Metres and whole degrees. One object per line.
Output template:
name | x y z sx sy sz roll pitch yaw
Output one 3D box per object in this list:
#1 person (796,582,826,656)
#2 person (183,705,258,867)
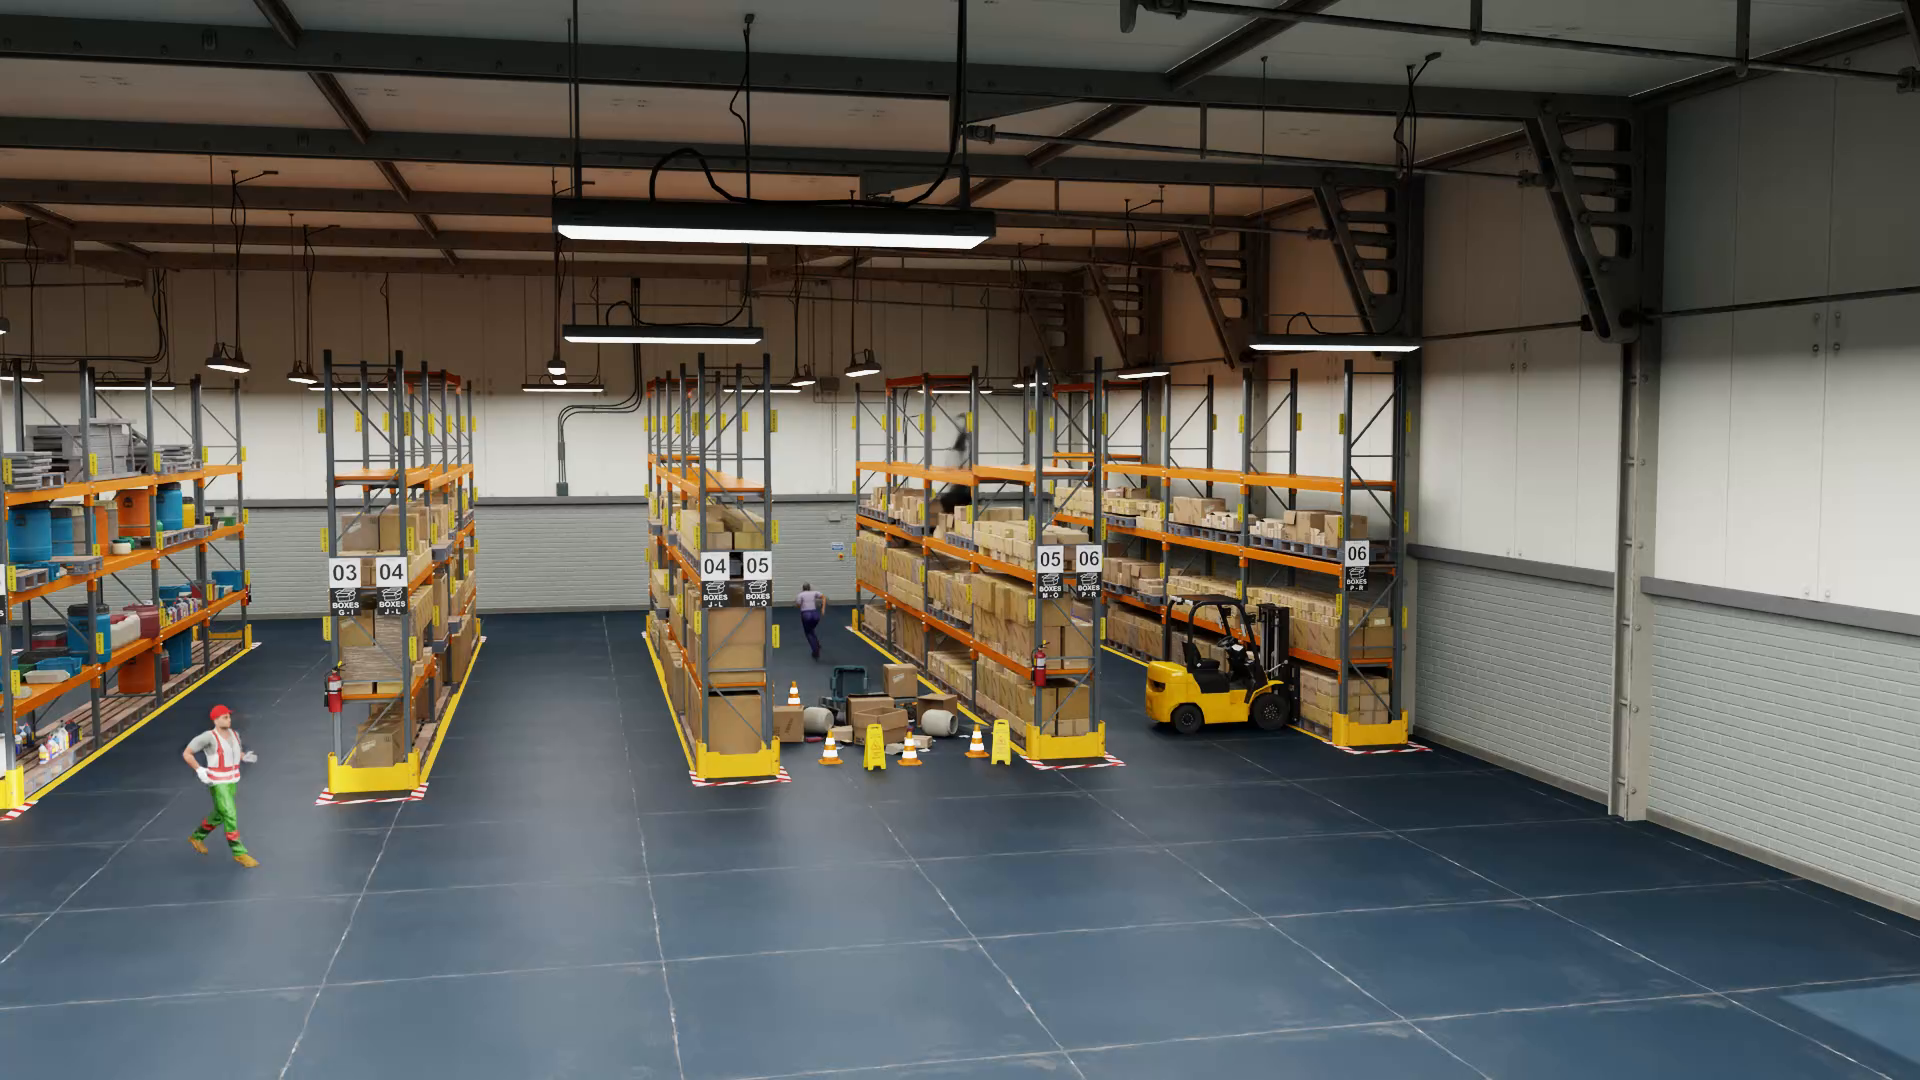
person | -3.251 1.702 36.023 0.590 1.570 0.793 -3 5 -33
person | -8.395 2.774 18.916 0.983 1.805 0.651 1 4 15
